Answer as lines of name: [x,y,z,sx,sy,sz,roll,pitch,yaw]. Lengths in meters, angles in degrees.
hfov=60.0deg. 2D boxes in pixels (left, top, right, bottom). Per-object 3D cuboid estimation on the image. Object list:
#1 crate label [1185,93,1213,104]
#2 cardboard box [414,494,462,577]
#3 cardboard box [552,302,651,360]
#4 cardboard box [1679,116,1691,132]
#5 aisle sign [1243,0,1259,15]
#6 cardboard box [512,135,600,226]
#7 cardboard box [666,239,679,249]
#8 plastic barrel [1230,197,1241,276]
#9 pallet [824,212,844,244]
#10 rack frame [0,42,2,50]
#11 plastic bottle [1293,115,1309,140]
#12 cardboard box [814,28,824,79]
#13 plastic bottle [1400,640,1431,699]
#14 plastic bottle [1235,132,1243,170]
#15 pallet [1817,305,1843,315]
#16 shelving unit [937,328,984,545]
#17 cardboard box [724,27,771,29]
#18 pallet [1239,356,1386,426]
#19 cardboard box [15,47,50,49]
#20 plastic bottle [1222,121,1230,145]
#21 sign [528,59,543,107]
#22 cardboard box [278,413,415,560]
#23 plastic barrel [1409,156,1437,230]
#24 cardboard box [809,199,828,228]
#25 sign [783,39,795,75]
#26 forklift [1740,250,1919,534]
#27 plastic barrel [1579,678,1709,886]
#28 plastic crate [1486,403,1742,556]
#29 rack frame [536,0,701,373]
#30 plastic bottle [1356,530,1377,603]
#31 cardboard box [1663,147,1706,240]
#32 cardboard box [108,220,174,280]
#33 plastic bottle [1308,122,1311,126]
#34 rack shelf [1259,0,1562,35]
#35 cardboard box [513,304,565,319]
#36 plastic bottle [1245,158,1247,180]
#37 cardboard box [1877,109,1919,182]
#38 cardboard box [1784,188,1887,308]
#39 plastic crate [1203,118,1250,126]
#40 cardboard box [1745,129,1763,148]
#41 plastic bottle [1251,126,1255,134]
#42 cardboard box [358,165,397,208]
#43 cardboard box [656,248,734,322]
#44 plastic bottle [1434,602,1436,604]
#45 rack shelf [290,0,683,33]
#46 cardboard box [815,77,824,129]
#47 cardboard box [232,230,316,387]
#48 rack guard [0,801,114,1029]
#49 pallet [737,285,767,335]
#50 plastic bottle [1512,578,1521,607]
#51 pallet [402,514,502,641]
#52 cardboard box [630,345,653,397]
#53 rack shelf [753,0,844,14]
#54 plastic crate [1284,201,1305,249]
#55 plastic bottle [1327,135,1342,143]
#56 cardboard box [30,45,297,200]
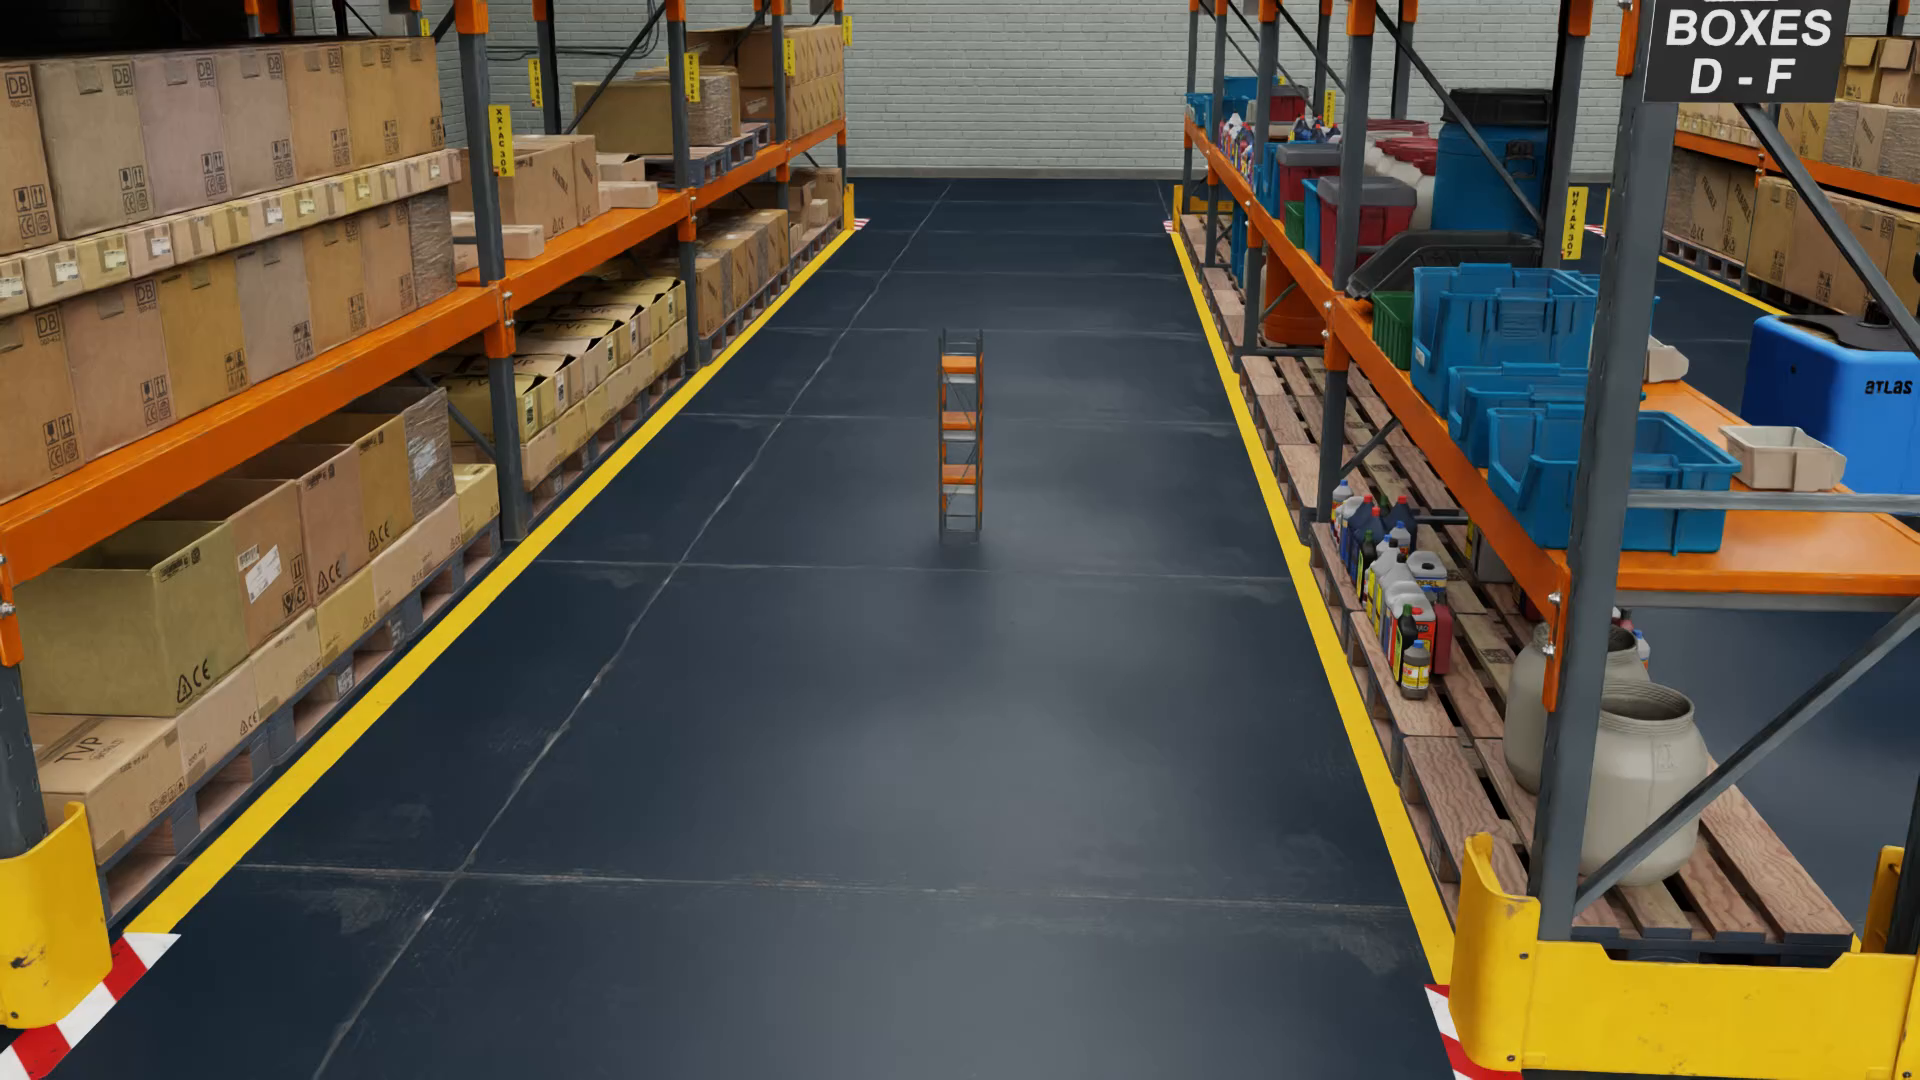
crate label: [2.751,-4.930,18.824,0.416,0.233,0.303,1,18,4]
cardboard box: [-2.565,-0.024,7.421,0.500,0.250,0.500,1,18,4]
cardboard box: [-2.279,-1.350,10.568,0.500,0.311,0.500,1,18,4]
cardboard box: [7.573,-4.240,16.948,0.380,0.149,0.250,1,18,3]
aisle sign: [3.394,-6.301,18.662,0.394,0.787,0.004,1,18,4]
cardboard box: [-2.521,-2.203,10.170,0.500,0.500,0.500,0,18,1]
cardboard box: [-2.547,-2.155,13.490,0.500,0.500,0.500,1,18,2]
plastic barrel: [2.754,-2.842,14.974,0.600,0.901,0.708,1,18,4]
pallet: [-1.905,-3.566,18.966,1.003,0.211,1.213,1,18,4]
rack frame: [-7.358,-2.787,12.111,1.000,3.000,0.127,1,18,4]
plastic bottle: [2.913,-3.438,14.176,0.144,0.351,0.185,1,18,4]
cardboard box: [-1.706,-5.063,17.290,0.500,0.500,0.500,2,18,6]
plastic bottle: [1.644,0.459,5.991,0.097,0.201,0.097,0,18,0]
plastic bottle: [2.231,-3.099,13.251,0.061,0.283,0.133,1,18,4]
pallet: [7.685,-1.751,13.428,1.003,0.211,1.213,1,18,4]
shelving unit: [0.004,-0.516,8.310,0.215,1.050,0.252,1,18,4]
cardboard box: [-2.245,-5.077,17.334,0.500,0.500,0.500,1,18,3]
pallet: [2.429,-1.001,11.138,1.003,0.211,1.213,1,18,4]
cardboard box: [-7.468,-3.966,13.836,0.500,0.250,0.500,1,18,3]
plastic bottle: [2.352,-3.535,14.599,0.097,0.271,0.097,0,18,0]
sign: [-2.959,-3.199,11.637,0.100,0.325,0.005,1,18,4]
cardboard box: [-2.599,-0.225,6.830,0.500,0.500,0.500,1,18,4]
plastic barrel: [2.524,-1.680,8.515,0.433,0.535,0.433,0,18,0]
cardboard box: [-1.735,-3.596,18.289,0.500,0.250,0.500,1,18,4]
sign: [-1.577,-4.459,15.353,0.100,0.325,0.005,1,18,4]
forklift: [5.537,-1.371,7.899,3.031,2.935,1.130,0,18,1]
plastic barrel: [1.921,0.696,4.804,0.421,0.512,0.421,0,18,0]
plastic crate: [1.687,-0.173,4.371,0.499,0.251,0.616,1,18,4]
rack frame: [-2.417,-2.677,11.777,1.000,3.000,0.127,1,18,4]
plastic bottle: [1.698,0.109,6.930,0.061,0.283,0.133,2,18,6]
cardboard box: [8.006,-3.646,17.472,0.875,0.875,0.875,1,18,4]
cardboard box: [-2.692,-0.903,5.161,0.380,0.149,0.250,1,18,3]
plastic bottle: [3.078,-3.506,14.505,0.152,0.276,0.135,1,18,4]
rack shelf: [2.380,-3.028,9.185,1.077,0.370,4.000,1,18,4]
cardboard box: [-2.816,-1.359,10.594,0.500,0.311,0.500,1,18,2]
plastic bottle: [2.191,-2.804,12.483,0.097,0.201,0.097,0,18,0]
cardboard box: [7.327,-2.977,12.532,0.500,0.500,0.500,1,18,2]
cardboard box: [7.661,-2.411,13.700,1.225,0.875,0.875,1,18,2]
plastic crate: [2.622,-4.059,16.340,0.437,0.125,0.590,1,18,4]
cardboard box: [7.445,-3.680,15.240,0.380,0.149,0.250,1,18,4]
plastic bottle: [2.482,-3.323,13.946,0.152,0.276,0.135,1,18,4]
cardboard box: [-2.564,-1.462,6.865,0.380,0.149,0.250,1,18,4]
cardboard box: [-2.068,-1.996,13.006,0.500,0.500,0.500,1,18,2]
plastic bottle: [1.825,0.336,6.369,0.097,0.201,0.097,0,18,0]
rack shelf: [-2.561,-3.140,9.526,1.077,0.370,4.000,1,18,4]
cardboard box: [-1.715,-4.592,17.459,0.500,0.500,0.500,1,18,3]
cardboard box: [-2.836,-0.866,6.088,0.700,0.500,0.500,2,18,6]
rack guard: [-2.992,1.003,4.561,1.175,0.500,0.348,1,18,4]
pallet: [-2.236,-1.961,14.069,1.003,0.211,1.213,1,18,4]
plastic bottle: [2.337,0.130,6.863,0.061,0.283,0.133,1,18,4]
pallet: [-2.803,0.136,7.669,1.003,0.211,1.213,1,18,4]
cardboard box: [-2.284,-1.085,10.659,0.500,0.250,0.500,2,18,5]
rack shelf: [-1.987,-5.624,17.109,1.077,0.370,4.000,1,18,4]
plastic crate: [2.080,-1.770,9.347,0.450,0.188,0.662,1,18,4]
plastic bottle: [2.976,-3.065,13.158,0.152,0.276,0.135,1,18,4]
cardboard box: [-2.837,-1.494,5.920,0.700,0.500,0.500,1,18,4]
